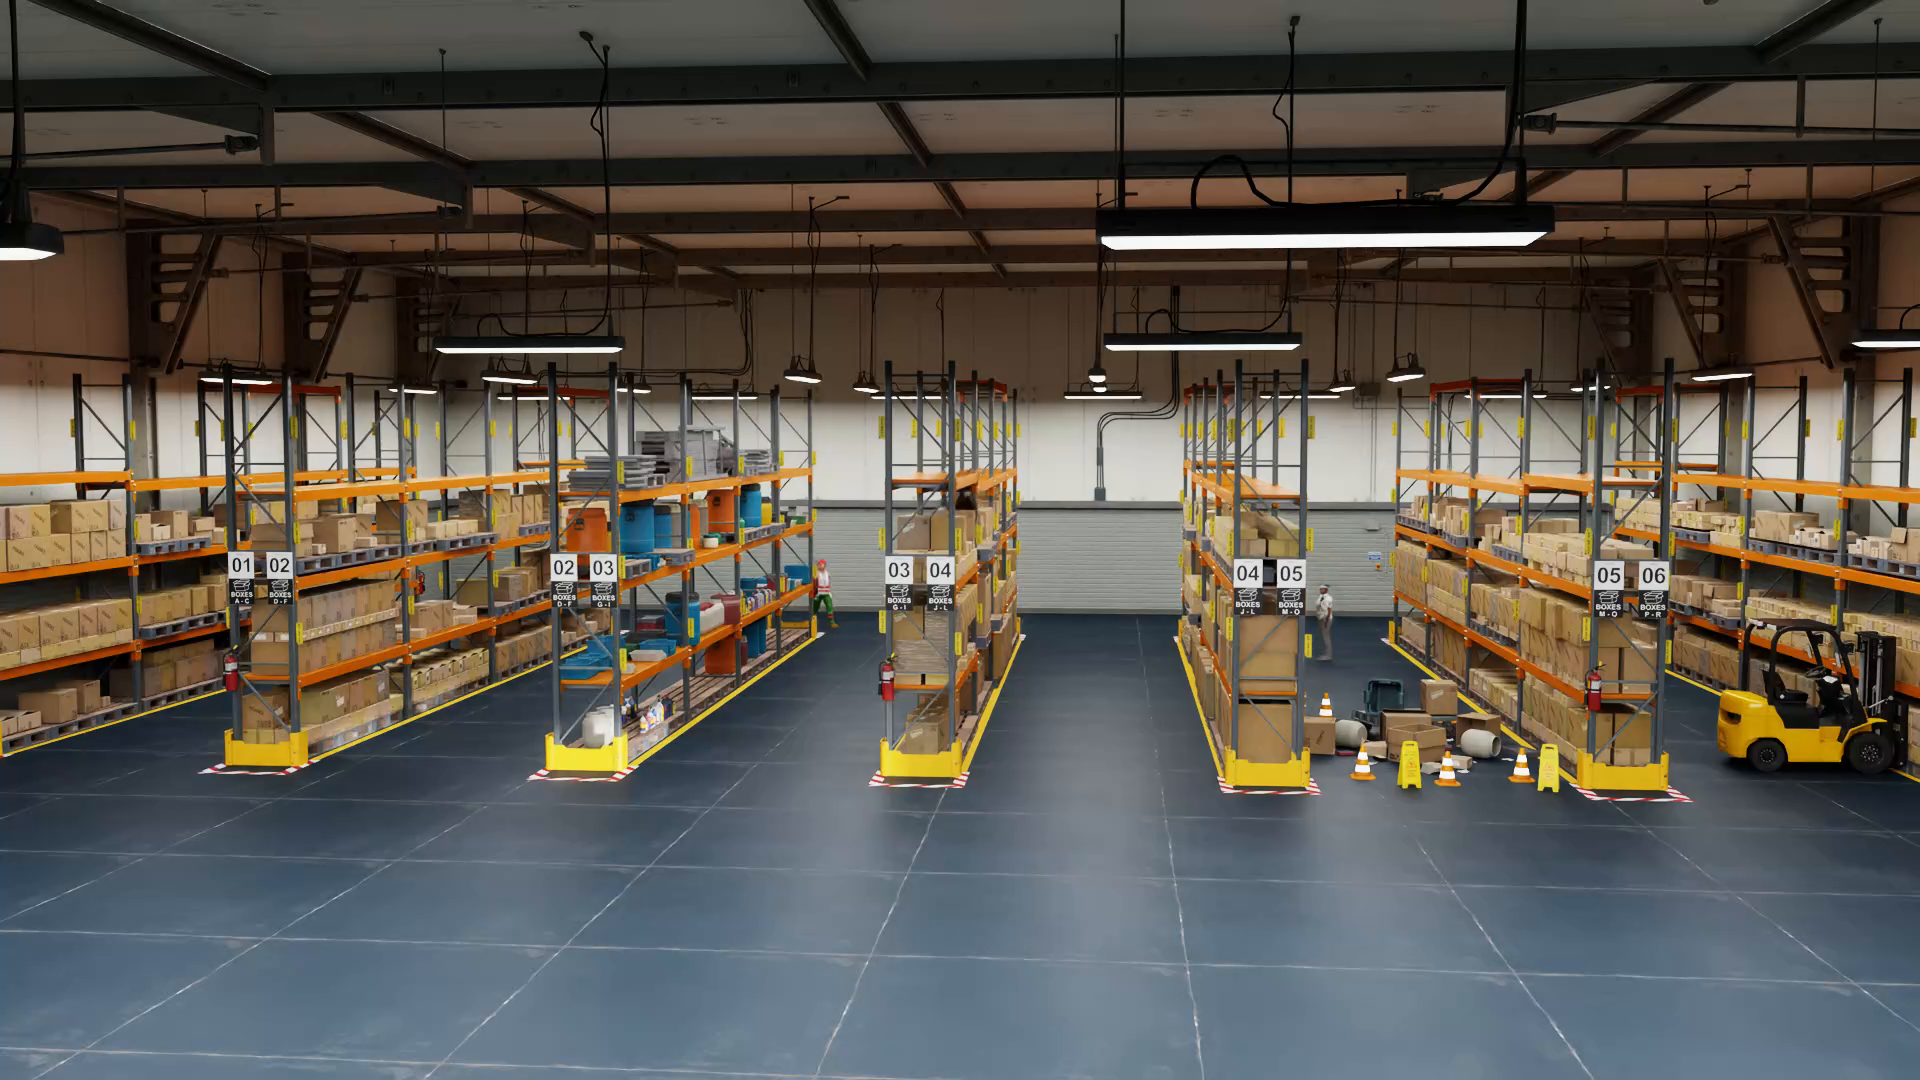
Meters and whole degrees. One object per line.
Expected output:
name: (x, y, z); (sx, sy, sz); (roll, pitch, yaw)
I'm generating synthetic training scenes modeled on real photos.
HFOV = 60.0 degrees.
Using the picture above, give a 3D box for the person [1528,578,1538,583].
person: (13.877, 1.461, 40.540); (0.866, 1.729, 0.601); (0, 4, 0)

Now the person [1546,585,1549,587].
person: (13.072, 1.718, 37.290); (0.433, 1.683, 0.507); (0, 4, 3)

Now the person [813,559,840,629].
person: (-3.428, 1.361, 41.902); (0.617, 1.733, 1.050); (-3, 5, -34)

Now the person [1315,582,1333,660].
person: (7.950, 1.768, 36.332); (0.358, 1.690, 0.480); (0, 4, -2)
